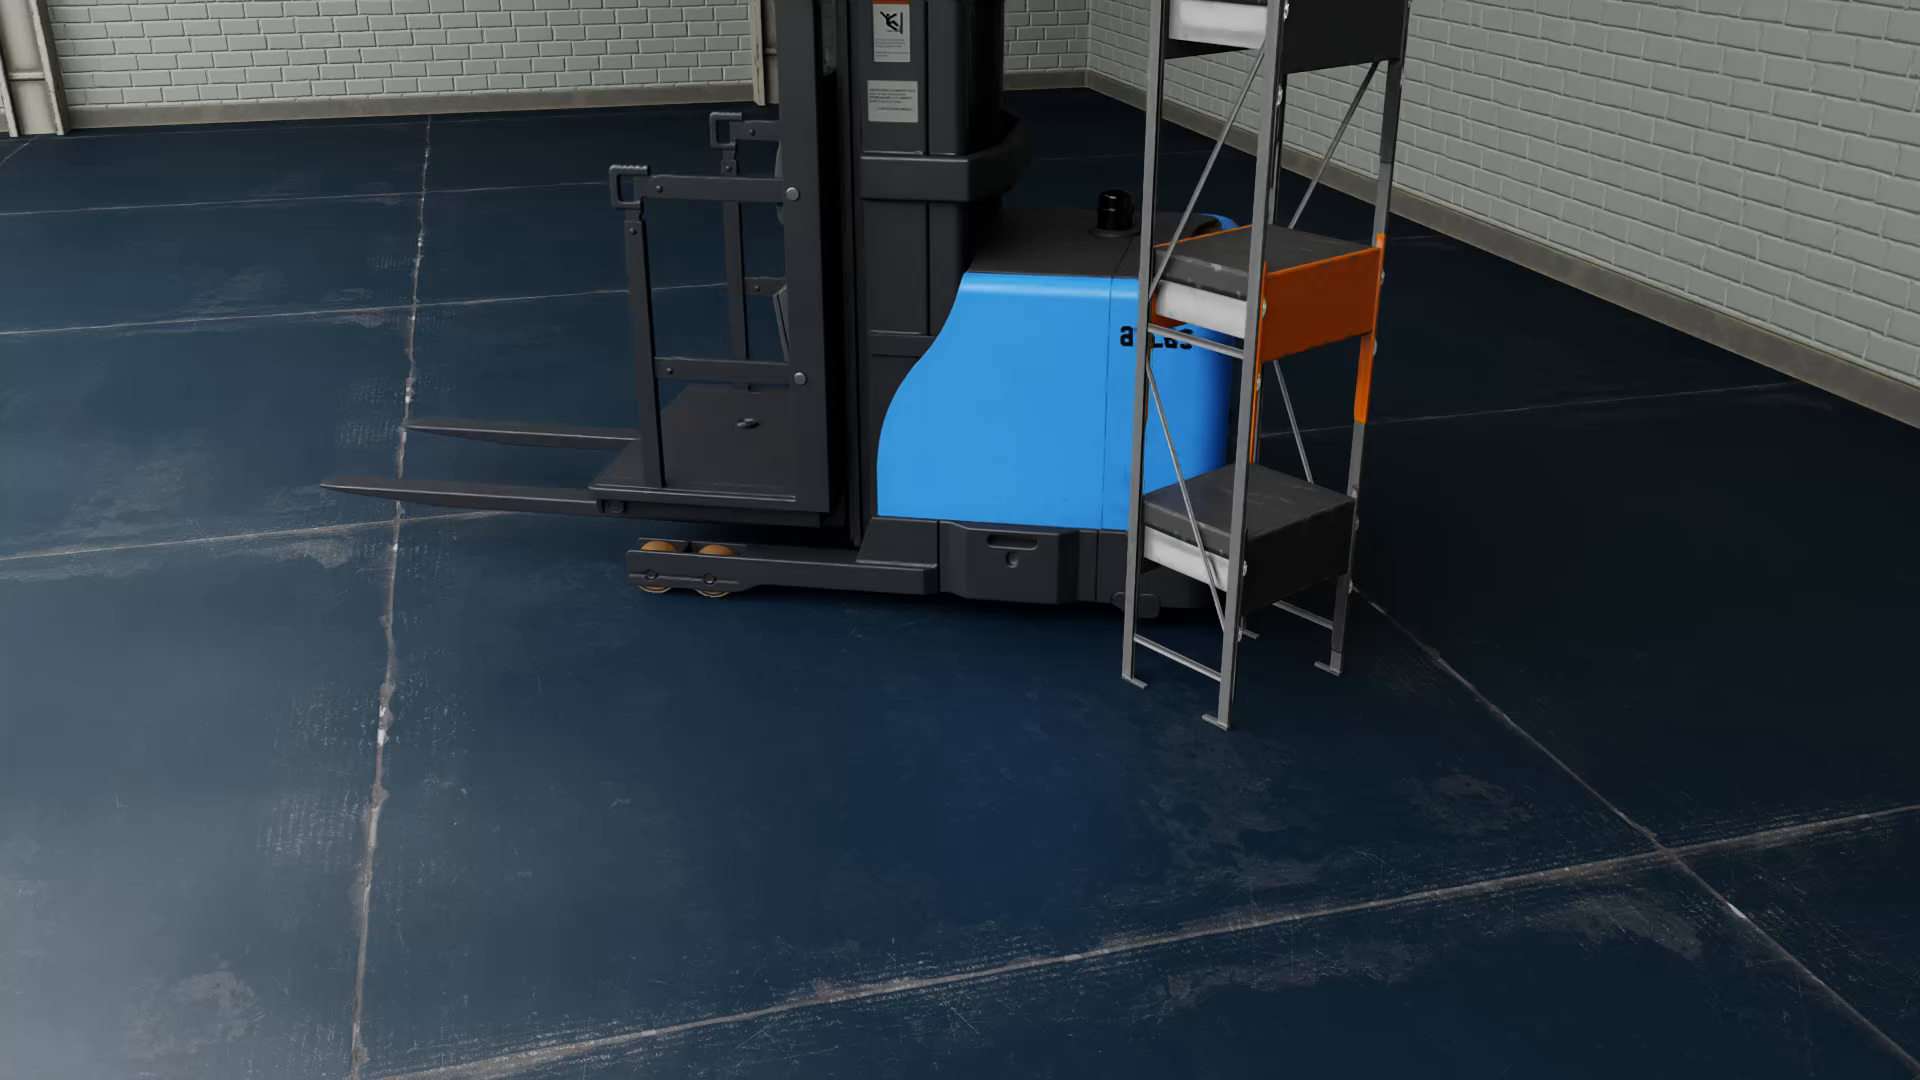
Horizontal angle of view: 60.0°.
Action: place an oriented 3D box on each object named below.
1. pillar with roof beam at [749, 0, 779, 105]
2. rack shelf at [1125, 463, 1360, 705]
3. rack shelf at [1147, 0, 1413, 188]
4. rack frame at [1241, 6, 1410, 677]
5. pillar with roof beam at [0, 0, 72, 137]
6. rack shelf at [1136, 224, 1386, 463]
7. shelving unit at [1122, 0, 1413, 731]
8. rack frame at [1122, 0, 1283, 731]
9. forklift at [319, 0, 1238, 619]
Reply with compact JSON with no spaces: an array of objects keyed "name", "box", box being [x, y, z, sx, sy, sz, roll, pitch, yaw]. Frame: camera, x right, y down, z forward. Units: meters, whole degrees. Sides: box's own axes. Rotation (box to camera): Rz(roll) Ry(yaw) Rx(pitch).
[{"name":"pillar with roof beam","box":[-0.466,-6.427,9.316,0.400,9.000,9.100,-6,24,-14]},{"name":"rack shelf","box":[0.790,0.088,4.692,0.480,0.518,0.431,-18,29,-36]},{"name":"rack shelf","box":[0.790,-1.199,4.140,0.480,0.518,0.431,-18,29,-36]},{"name":"rack frame","box":[0.976,-0.630,4.556,0.015,2.100,0.400,-18,29,-36]},{"name":"pillar with roof beam","box":[-6.243,-5.788,7.827,0.400,9.000,9.100,-6,24,-14]},{"name":"rack shelf","box":[0.790,-0.556,4.416,0.480,0.518,0.431,-18,29,-36]},{"name":"shelving unit","box":[0.790,-0.568,4.411,0.503,2.100,0.431,-18,29,-36]},{"name":"rack frame","box":[0.604,-0.506,4.266,0.015,2.100,0.400,-18,29,-36]},{"name":"forklift","box":[-0.620,-1.363,5.209,3.031,2.935,1.130,4,23,8]}]
